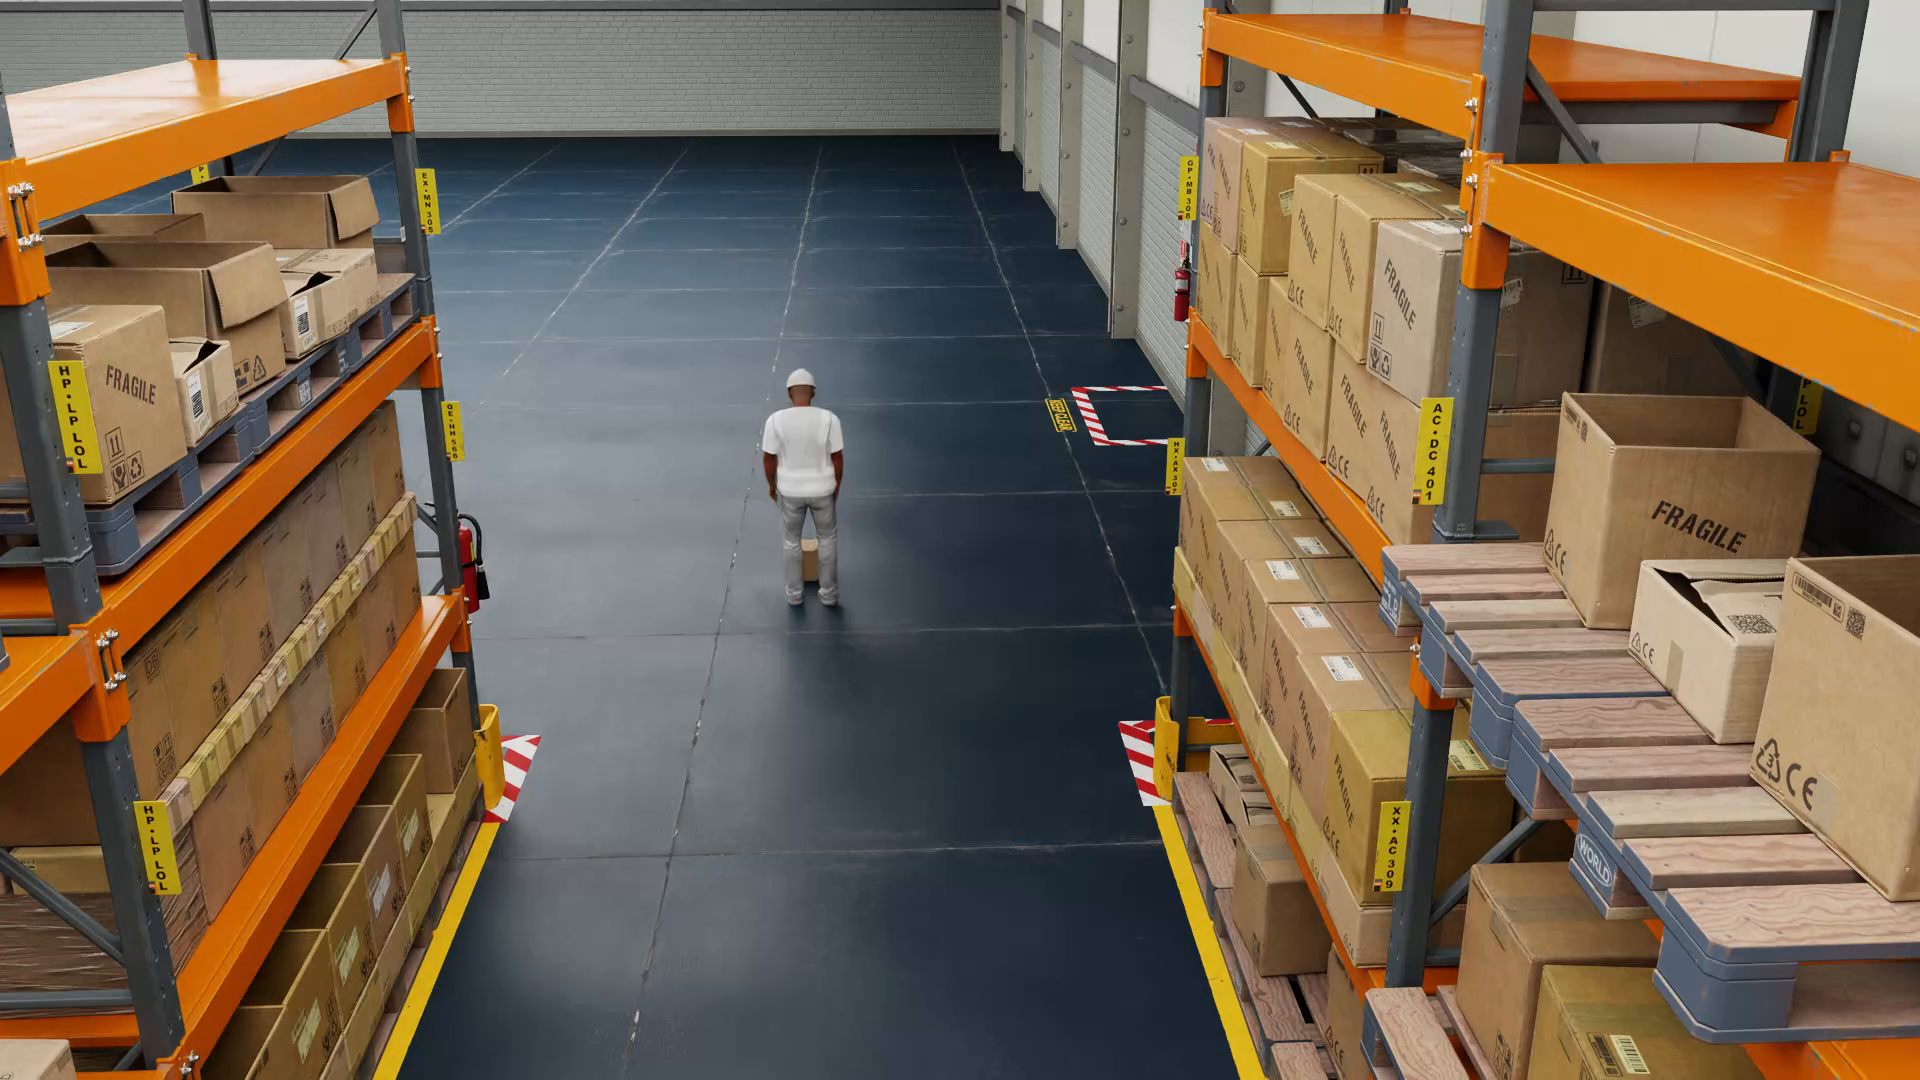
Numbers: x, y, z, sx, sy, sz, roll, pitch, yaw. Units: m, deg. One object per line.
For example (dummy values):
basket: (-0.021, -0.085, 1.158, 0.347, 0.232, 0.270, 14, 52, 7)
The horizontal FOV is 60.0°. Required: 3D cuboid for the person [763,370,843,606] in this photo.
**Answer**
person: (-1.130, -0.376, 12.104, 0.581, 1.739, 0.409, -1, 20, -2)
